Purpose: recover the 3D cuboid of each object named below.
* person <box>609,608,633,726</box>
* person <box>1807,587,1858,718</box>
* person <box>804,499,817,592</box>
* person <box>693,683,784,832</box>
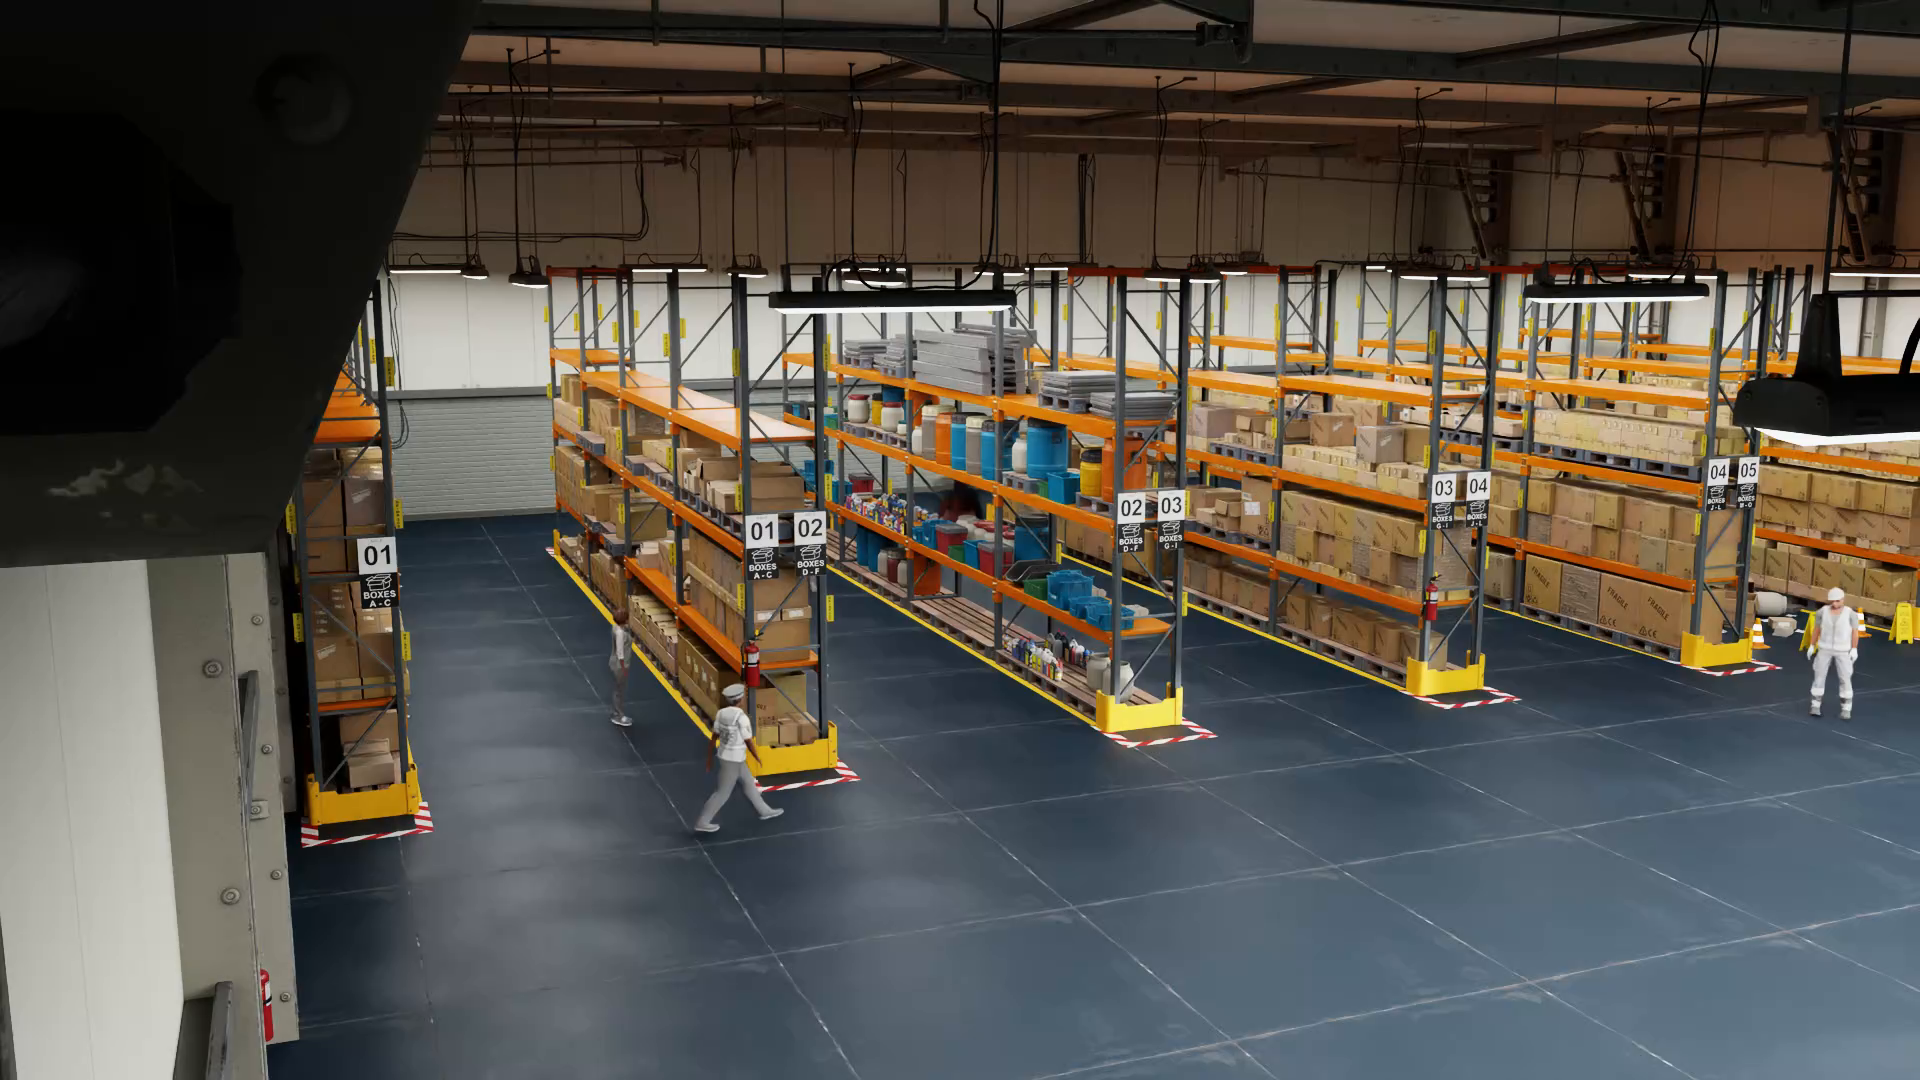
[{"bbox_3d":[-4.555,1.698,22.313,0.356,1.604,0.458,-1,10,-6],"label":"person"},{"bbox_3d":[11.916,1.523,22.727,0.610,1.780,0.404,6,12,31],"label":"person"},{"bbox_3d":[-2.757,0.081,29.763,0.451,1.652,0.640,-4,11,-23],"label":"person"},{"bbox_3d":[-2.431,2.375,18.258,1.057,1.600,0.431,-3,10,-18],"label":"person"}]
